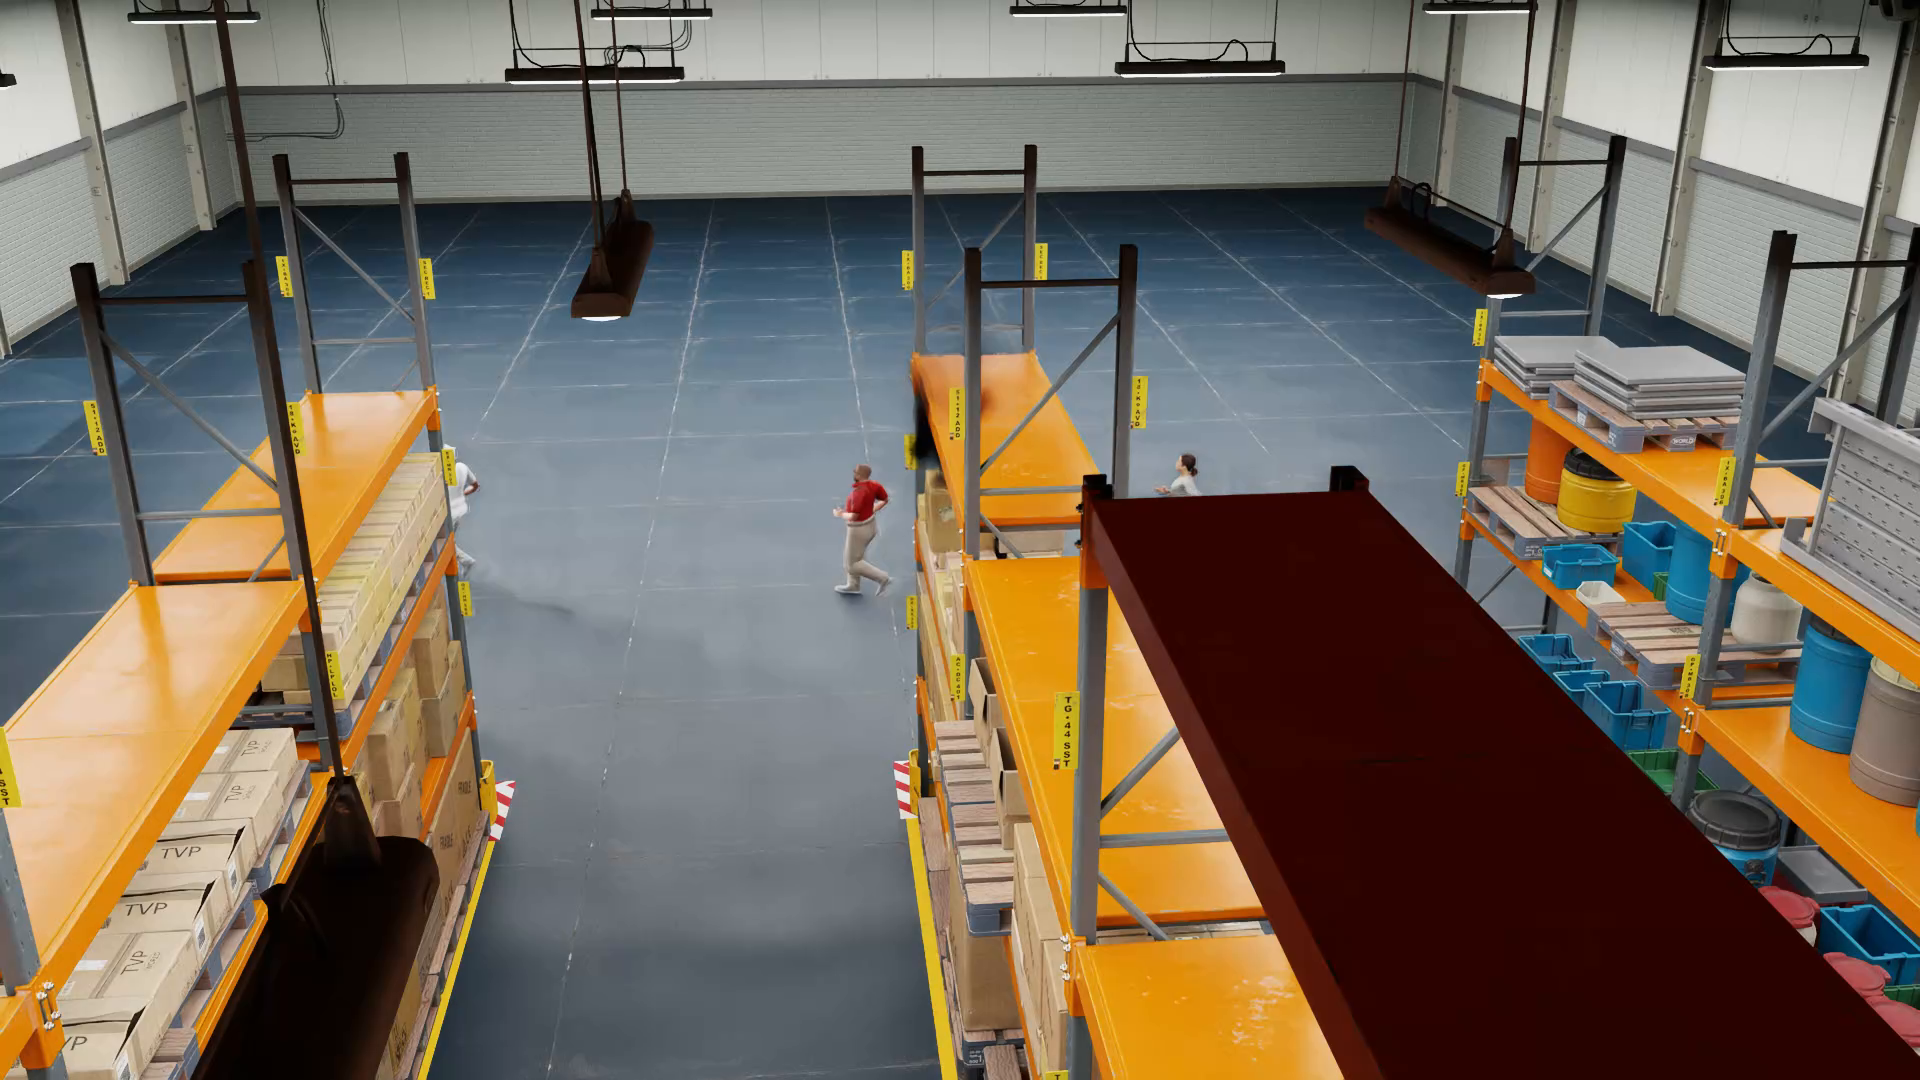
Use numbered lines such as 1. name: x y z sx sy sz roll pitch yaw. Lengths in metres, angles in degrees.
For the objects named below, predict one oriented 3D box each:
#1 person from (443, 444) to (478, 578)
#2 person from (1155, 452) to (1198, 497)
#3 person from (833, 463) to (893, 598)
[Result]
1. person: -6.146 -0.333 20.127 0.755 1.740 0.690 12 24 27
2. person: 2.647 -0.235 19.976 0.691 1.704 0.544 8 23 19
3. person: -1.133 -0.108 19.616 0.830 1.689 0.675 9 23 22
